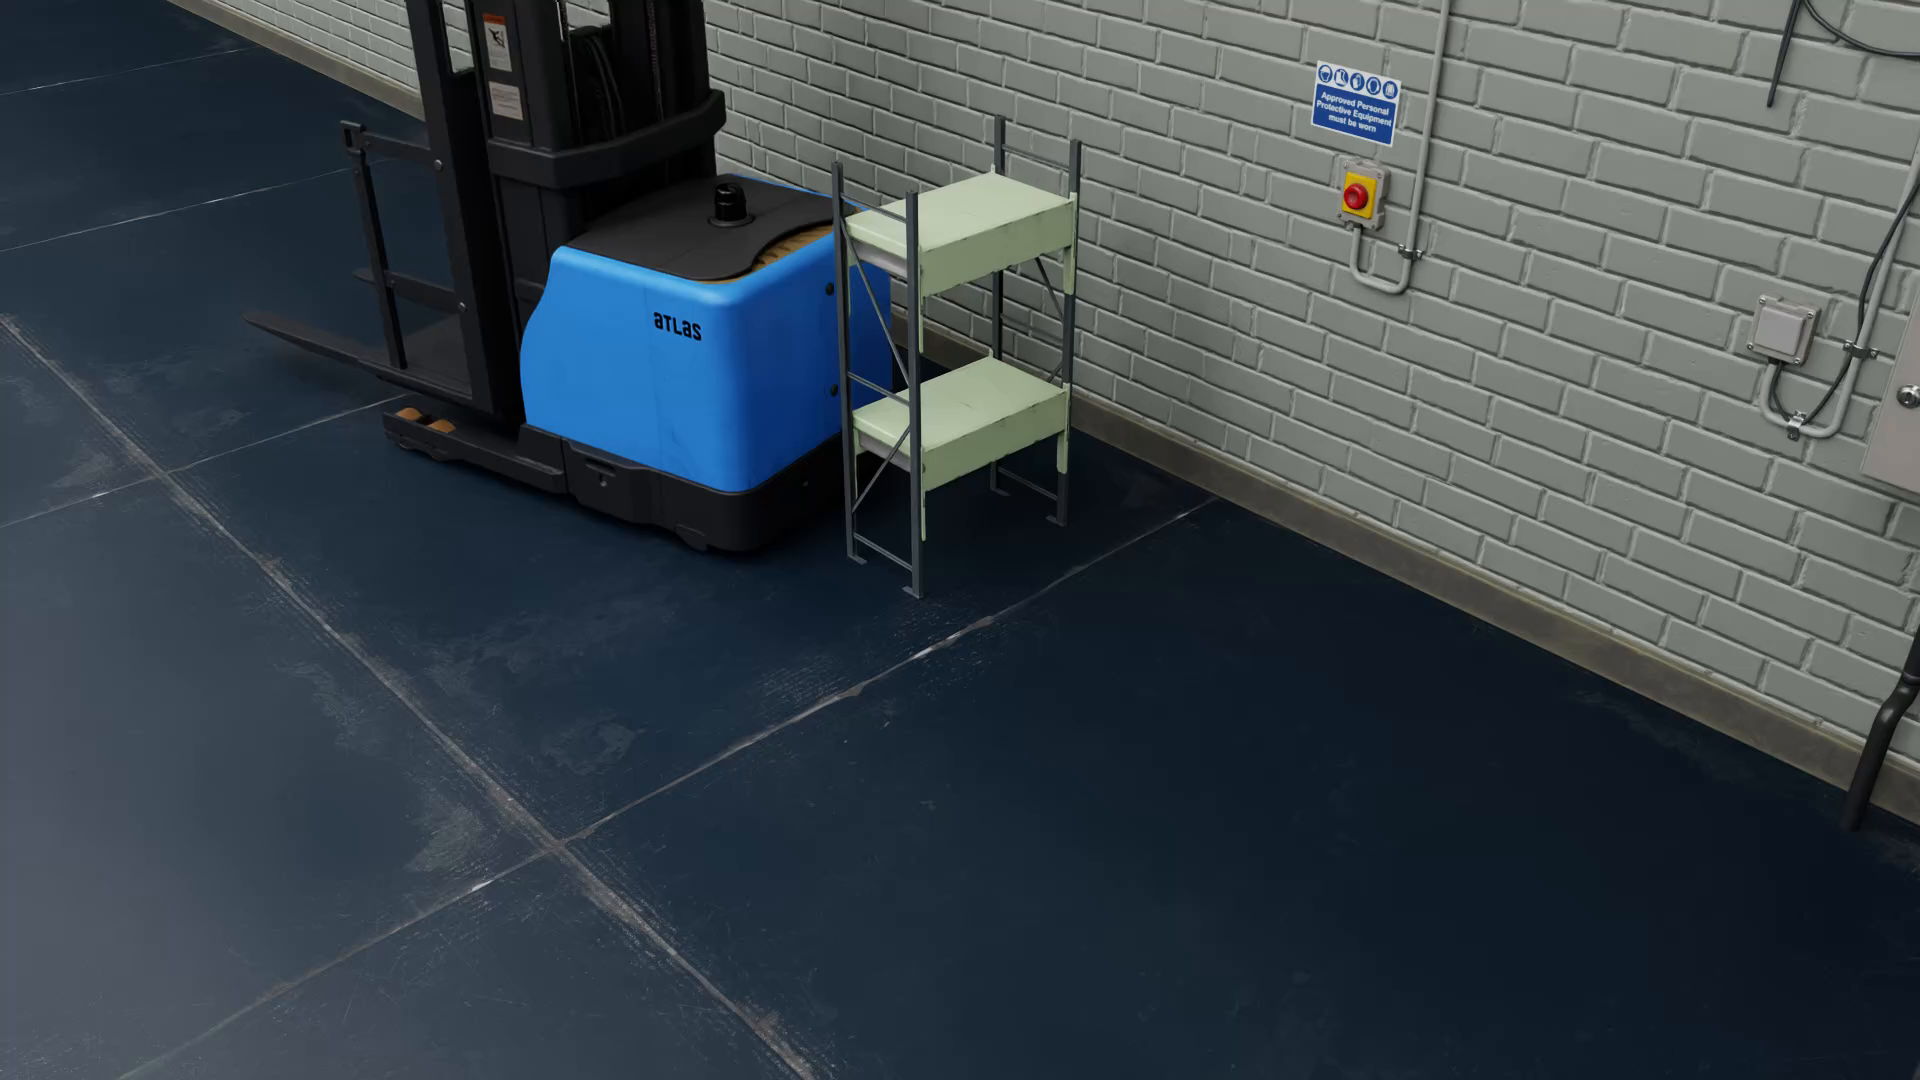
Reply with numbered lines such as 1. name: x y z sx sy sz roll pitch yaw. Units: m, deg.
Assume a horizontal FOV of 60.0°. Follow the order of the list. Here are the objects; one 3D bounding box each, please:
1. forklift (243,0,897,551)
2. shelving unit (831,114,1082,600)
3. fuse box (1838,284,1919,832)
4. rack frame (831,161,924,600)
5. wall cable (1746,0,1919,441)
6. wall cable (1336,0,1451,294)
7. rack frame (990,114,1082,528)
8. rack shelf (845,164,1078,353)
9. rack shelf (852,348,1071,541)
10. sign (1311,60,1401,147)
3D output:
1. forklift: -1.768 -1.783 6.356 3.031 2.935 1.130 19 36 27
2. shelving unit: -0.005 -0.637 5.855 0.755 1.500 0.431 -26 40 -35
3. fuse box: 2.605 0.127 4.402 0.414 1.711 0.539 -26 40 -35
4. rack frame: -0.273 -0.508 5.643 0.023 1.500 0.400 -26 40 -35
5. wall cable: 2.256 -1.173 4.319 0.122 1.984 0.588 -26 40 -35
6. wall cable: 1.284 -1.725 5.191 0.123 1.953 0.585 -26 40 -35
7. rack frame: 0.264 -0.767 6.067 0.023 1.500 0.400 -26 40 -35
8. rack shelf: -0.005 -0.970 5.651 0.720 0.370 0.431 -26 40 -35
9. rack shelf: -0.005 -0.359 6.025 0.720 0.370 0.431 -26 40 -35
10. sign: 1.296 -1.433 5.460 0.001 0.218 0.327 -26 40 -35
